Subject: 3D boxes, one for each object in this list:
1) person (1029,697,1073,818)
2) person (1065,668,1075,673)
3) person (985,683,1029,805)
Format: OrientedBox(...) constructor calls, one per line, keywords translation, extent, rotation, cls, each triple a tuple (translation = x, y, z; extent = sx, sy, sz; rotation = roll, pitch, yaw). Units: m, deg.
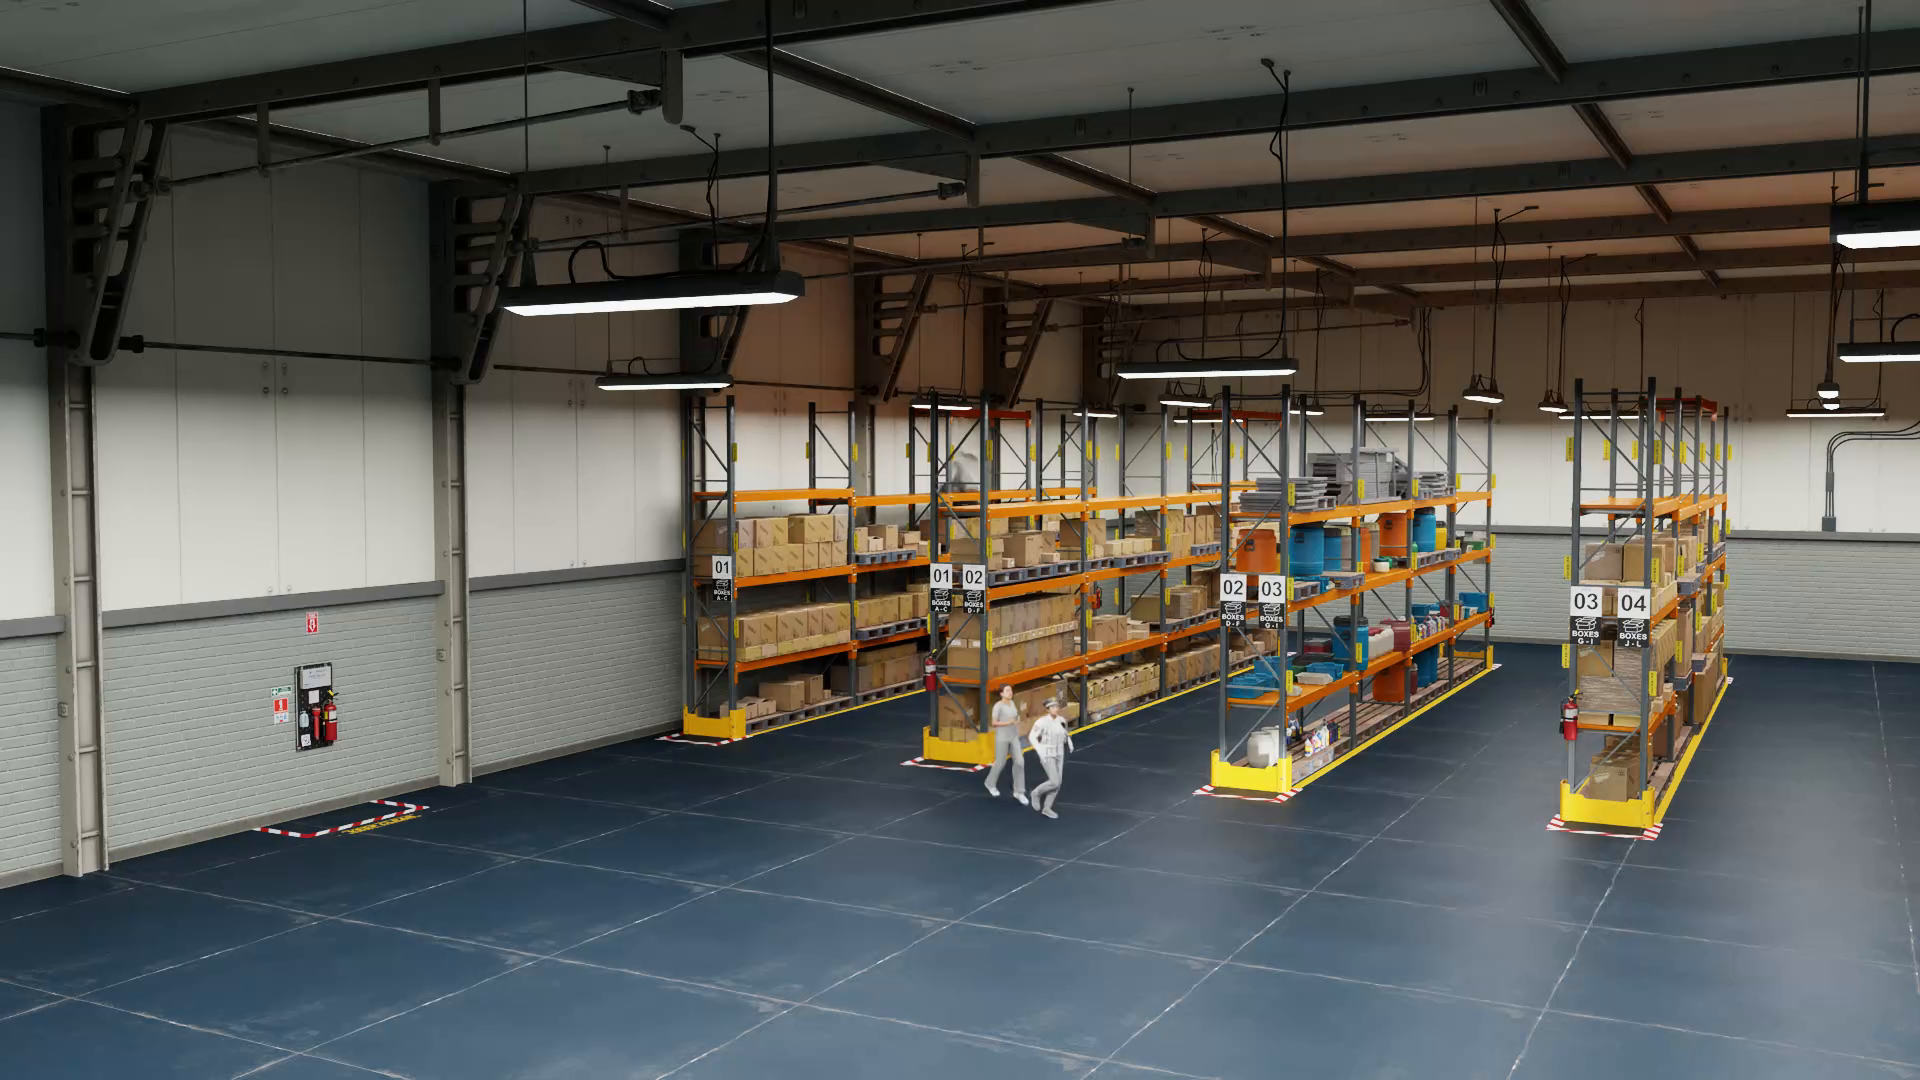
OrientedBox(translation=(1.285, 2.977, 22.847), extent=(0.605, 1.662, 0.569), rotation=(-2, 4, -35), cls="person")
OrientedBox(translation=(2.313, 2.351, 34.765), extent=(0.596, 1.622, 0.716), rotation=(2, 4, 31), cls="person")
OrientedBox(translation=(0.656, 2.893, 23.841), extent=(0.555, 1.705, 0.842), rotation=(-2, 4, -37), cls="person")
